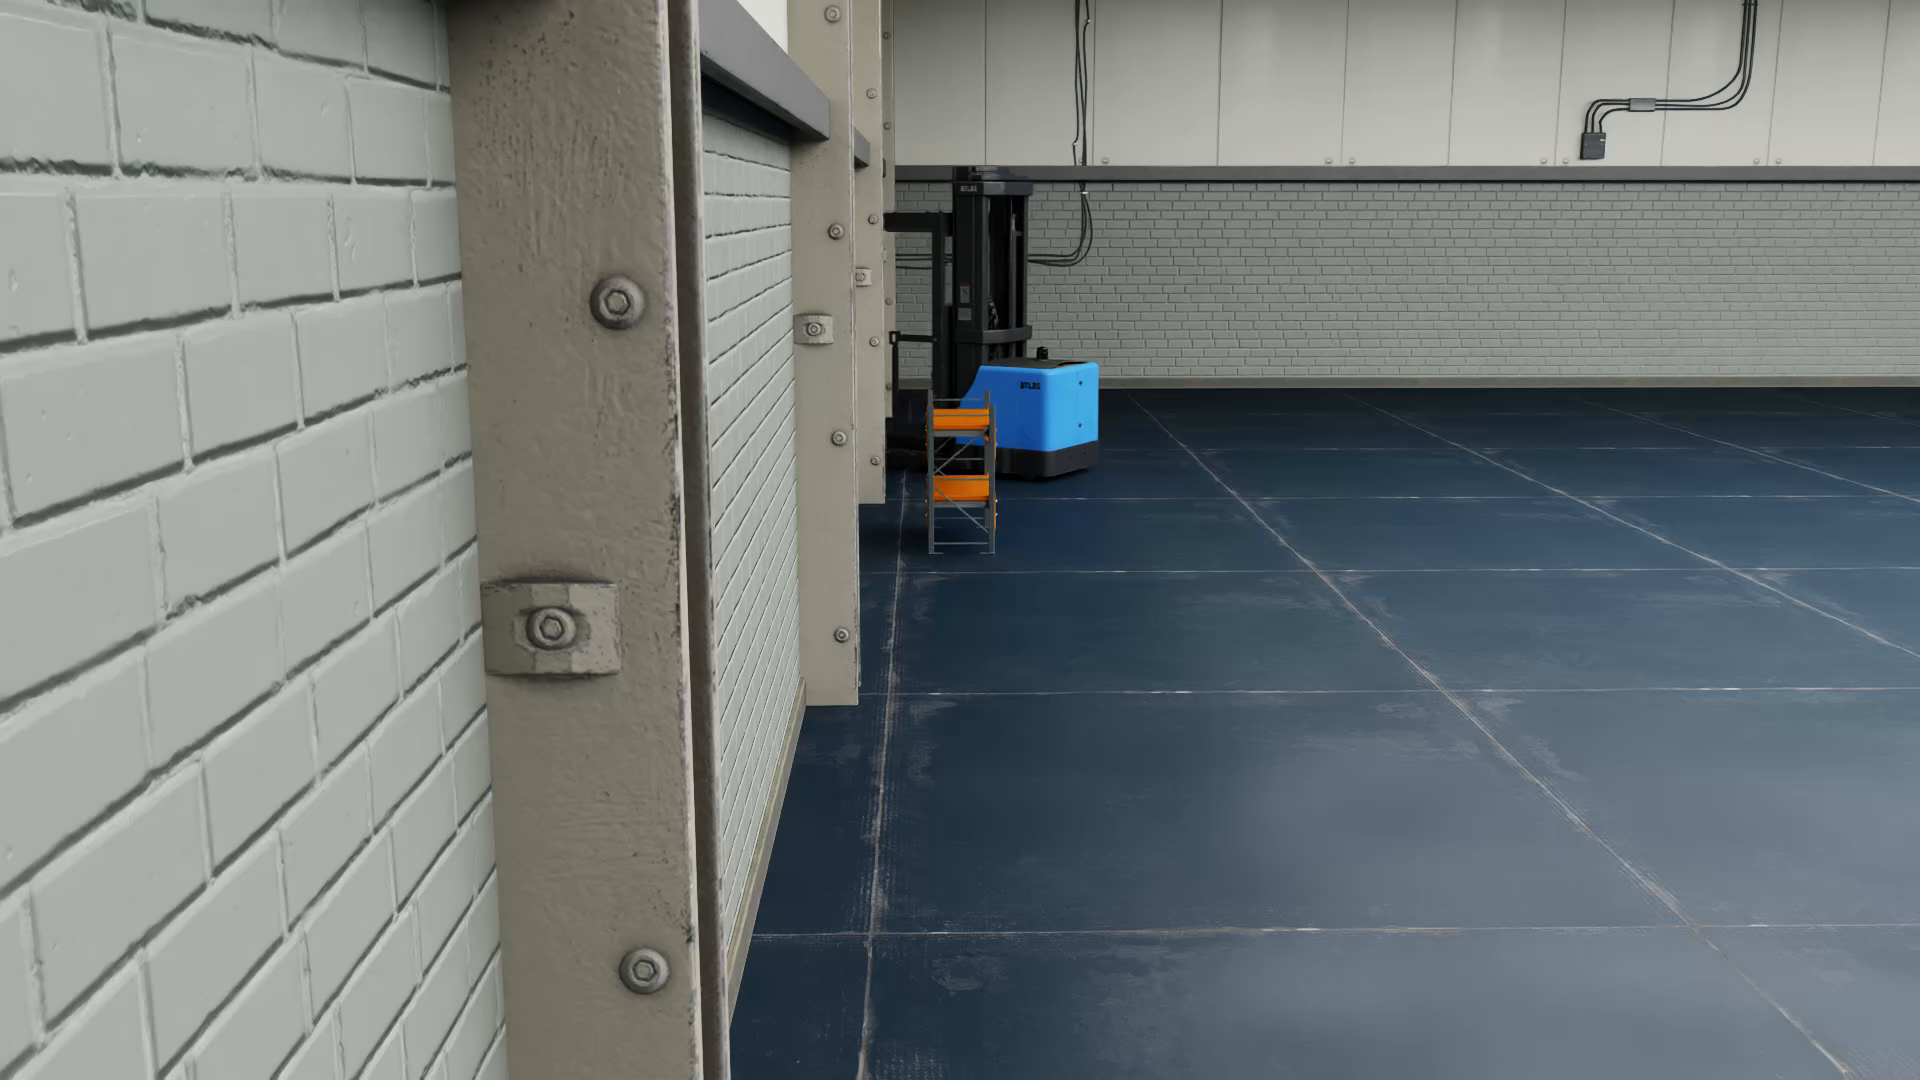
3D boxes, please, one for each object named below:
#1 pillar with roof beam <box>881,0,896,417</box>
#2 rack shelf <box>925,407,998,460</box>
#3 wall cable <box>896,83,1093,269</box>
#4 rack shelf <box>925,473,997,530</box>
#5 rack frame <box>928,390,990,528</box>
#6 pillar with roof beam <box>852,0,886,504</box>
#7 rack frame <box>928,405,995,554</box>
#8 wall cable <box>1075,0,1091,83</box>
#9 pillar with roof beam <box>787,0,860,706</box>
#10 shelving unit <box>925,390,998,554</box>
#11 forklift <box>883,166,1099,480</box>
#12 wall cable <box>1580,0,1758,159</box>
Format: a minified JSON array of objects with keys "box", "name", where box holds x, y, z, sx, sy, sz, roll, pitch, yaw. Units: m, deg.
[{"box":[3.358,-5.981,19.909,9.100,9.000,0.400,0,11,-1],"name":"pillar with roof beam"},{"box":[0.000,-0.837,12.882,0.538,0.278,1.000,0,11,-1],"name":"rack shelf"},{"box":[0.315,-5.033,23.044,3.097,2.526,0.112,0,11,-1],"name":"wall cable"},{"box":[0.000,-0.310,12.989,0.538,0.278,1.000,0,11,-1],"name":"rack shelf"},{"box":[-0.010,-0.651,13.439,0.500,1.125,0.032,0,11,-1],"name":"rack frame"},{"box":[3.482,-4.789,14.030,9.100,9.000,0.400,0,11,-1],"name":"pillar with roof beam"},{"box":[0.011,-0.449,12.443,0.500,1.125,0.032,0,11,-1],"name":"rack frame"},{"box":[3.019,-7.519,22.597,3.097,2.526,0.112,0,11,-1],"name":"wall cable"},{"box":[3.606,-3.596,8.151,9.100,9.000,0.400,0,11,-1],"name":"pillar with roof beam"},{"box":[0.000,-0.550,12.941,0.538,1.125,1.048,0,11,-1],"name":"shelving unit"},{"box":[-0.146,-2.202,16.543,3.031,2.935,1.130,7,14,32],"name":"forklift"},{"box":[9.806,-8.257,22.574,2.305,6.003,0.169,0,11,-1],"name":"wall cable"}]
